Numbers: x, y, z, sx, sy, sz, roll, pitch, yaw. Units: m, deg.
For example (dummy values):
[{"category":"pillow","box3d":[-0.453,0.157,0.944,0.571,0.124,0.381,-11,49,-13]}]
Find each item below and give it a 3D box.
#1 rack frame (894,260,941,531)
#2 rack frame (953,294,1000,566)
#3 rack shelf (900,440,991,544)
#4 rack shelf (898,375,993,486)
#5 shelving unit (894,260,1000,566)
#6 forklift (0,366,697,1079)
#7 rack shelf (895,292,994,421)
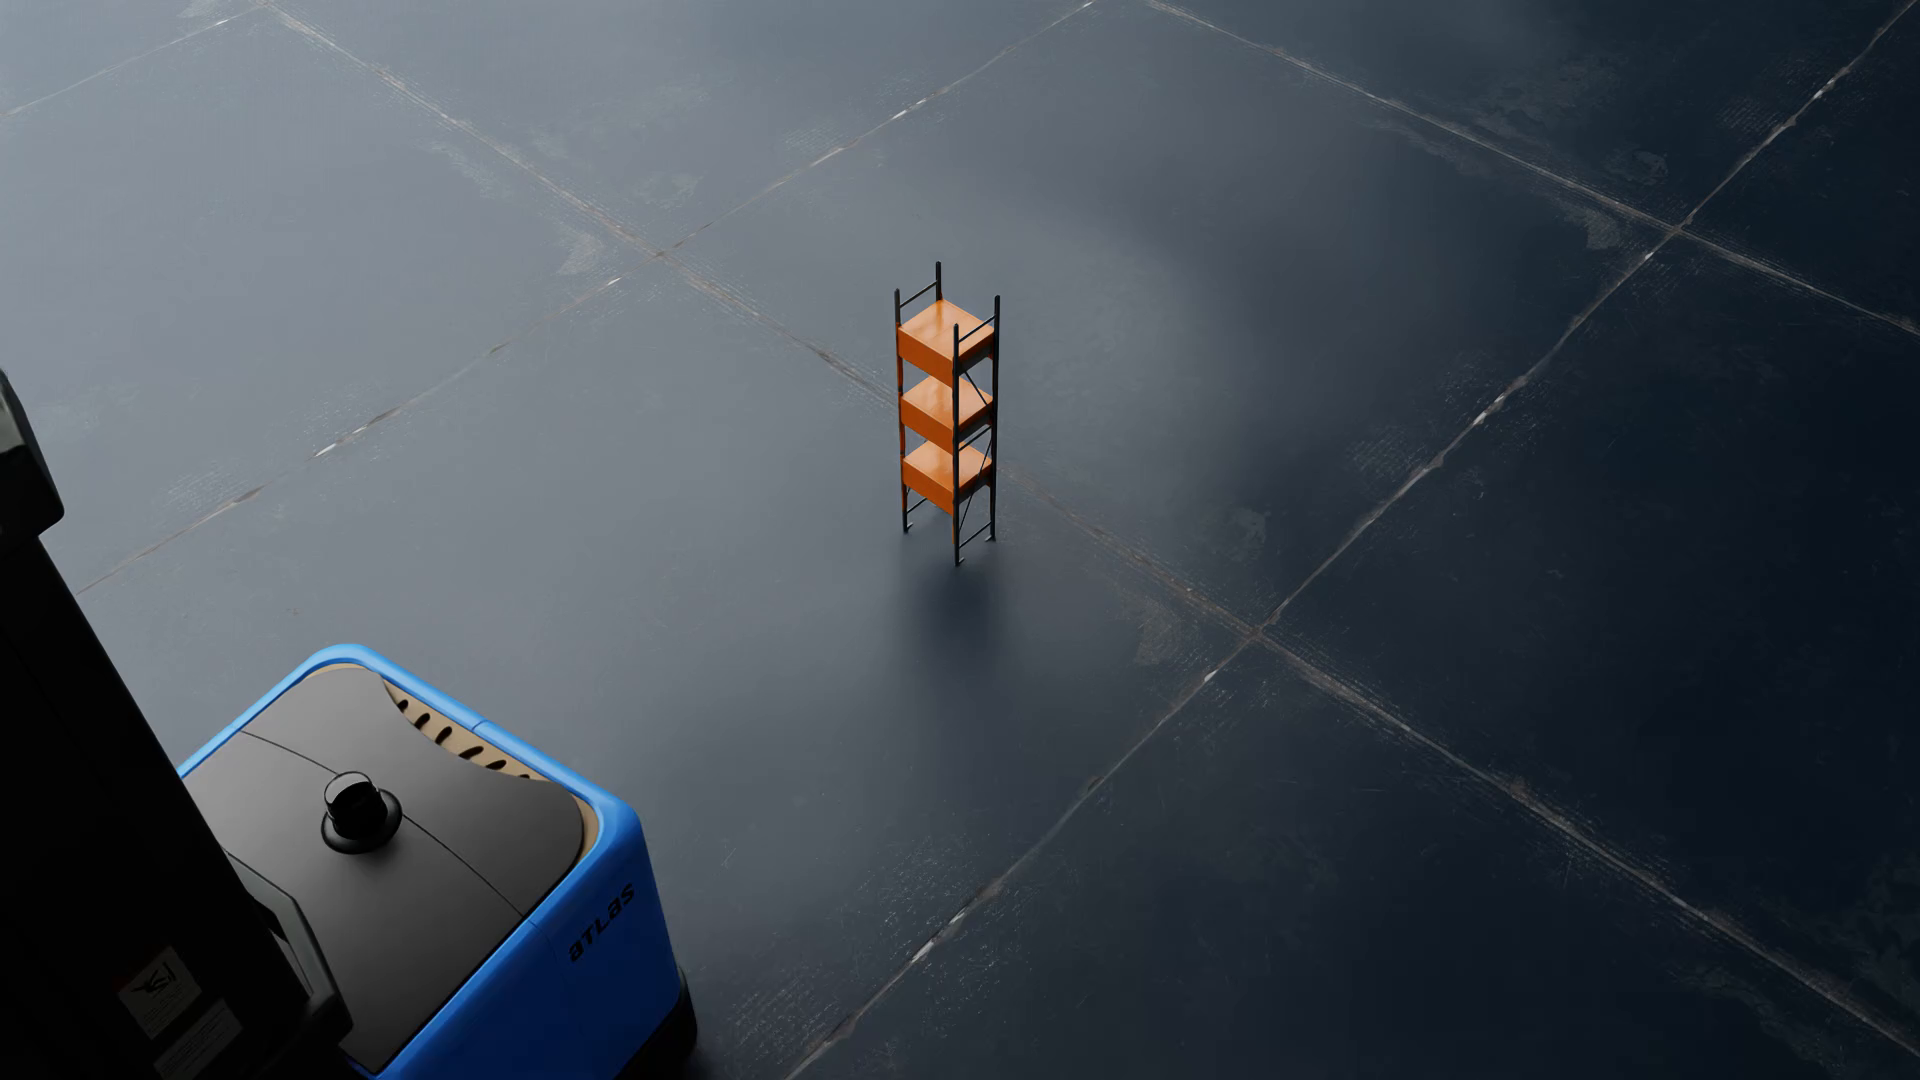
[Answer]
[{"category":"rack frame","box3d":[-0.129,-0.446,5.449,0.008,1.050,0.200,34,55,28]},{"category":"rack frame","box3d":[0.050,-0.326,5.335,0.008,1.050,0.200,34,55,28]},{"category":"rack shelf","box3d":[-0.039,-0.188,5.602,0.240,0.259,0.215,34,55,28]},{"category":"rack shelf","box3d":[-0.039,-0.379,5.400,0.240,0.259,0.215,34,55,28]},{"category":"shelving unit","box3d":[-0.039,-0.386,5.392,0.252,1.050,0.215,34,55,28]},{"category":"forklift","box3d":[-1.926,1.051,2.752,1.130,2.935,3.031,26,52,22]},{"category":"rack shelf","box3d":[-0.039,-0.573,5.193,0.240,0.259,0.215,34,55,28]}]
